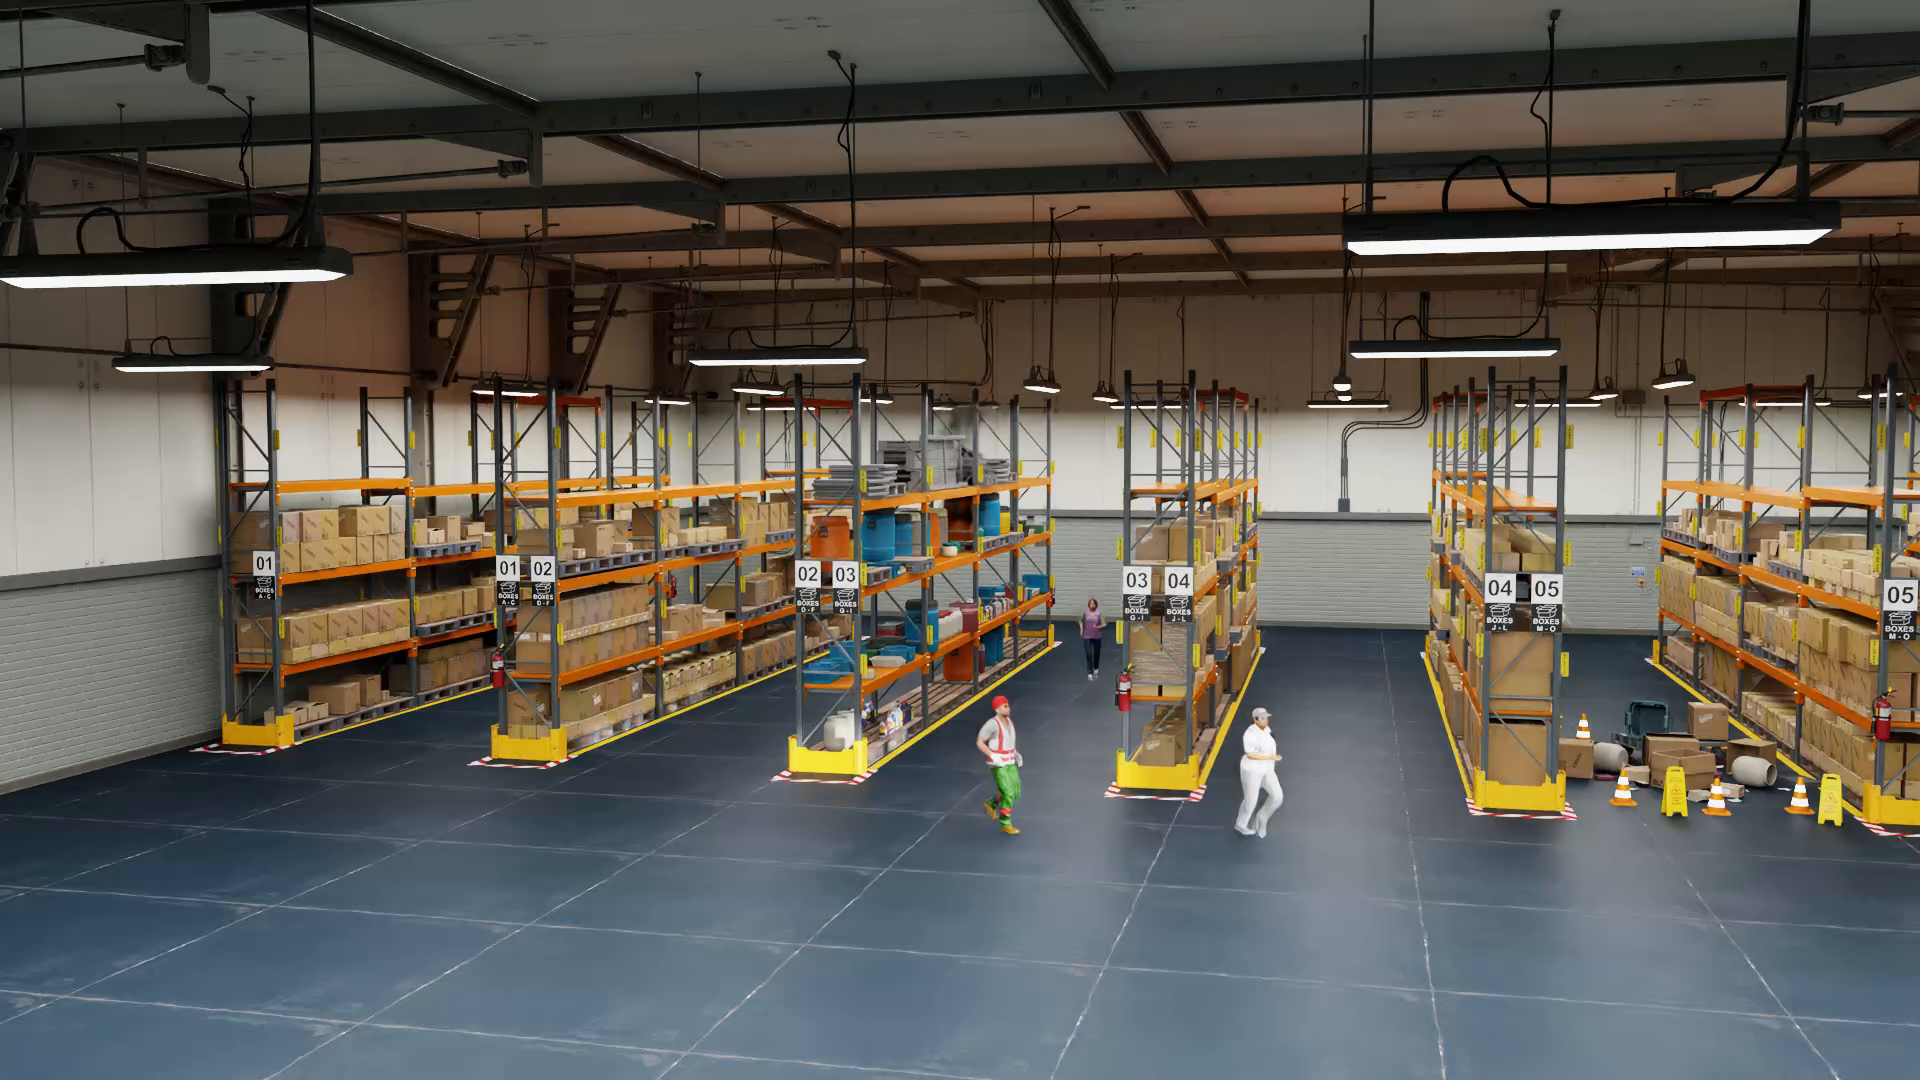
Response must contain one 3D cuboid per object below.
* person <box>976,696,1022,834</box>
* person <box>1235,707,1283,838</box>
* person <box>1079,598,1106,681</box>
[{"bbox_3d":[0.486,2.856,21.243,0.642,1.745,0.687,3,4,39],"label":"person"},{"bbox_3d":[3.773,2.929,20.882,0.575,1.677,0.699,-2,4,-35],"label":"person"},{"bbox_3d":[2.601,1.943,32.731,0.545,1.587,0.793,0,3,7],"label":"person"}]
